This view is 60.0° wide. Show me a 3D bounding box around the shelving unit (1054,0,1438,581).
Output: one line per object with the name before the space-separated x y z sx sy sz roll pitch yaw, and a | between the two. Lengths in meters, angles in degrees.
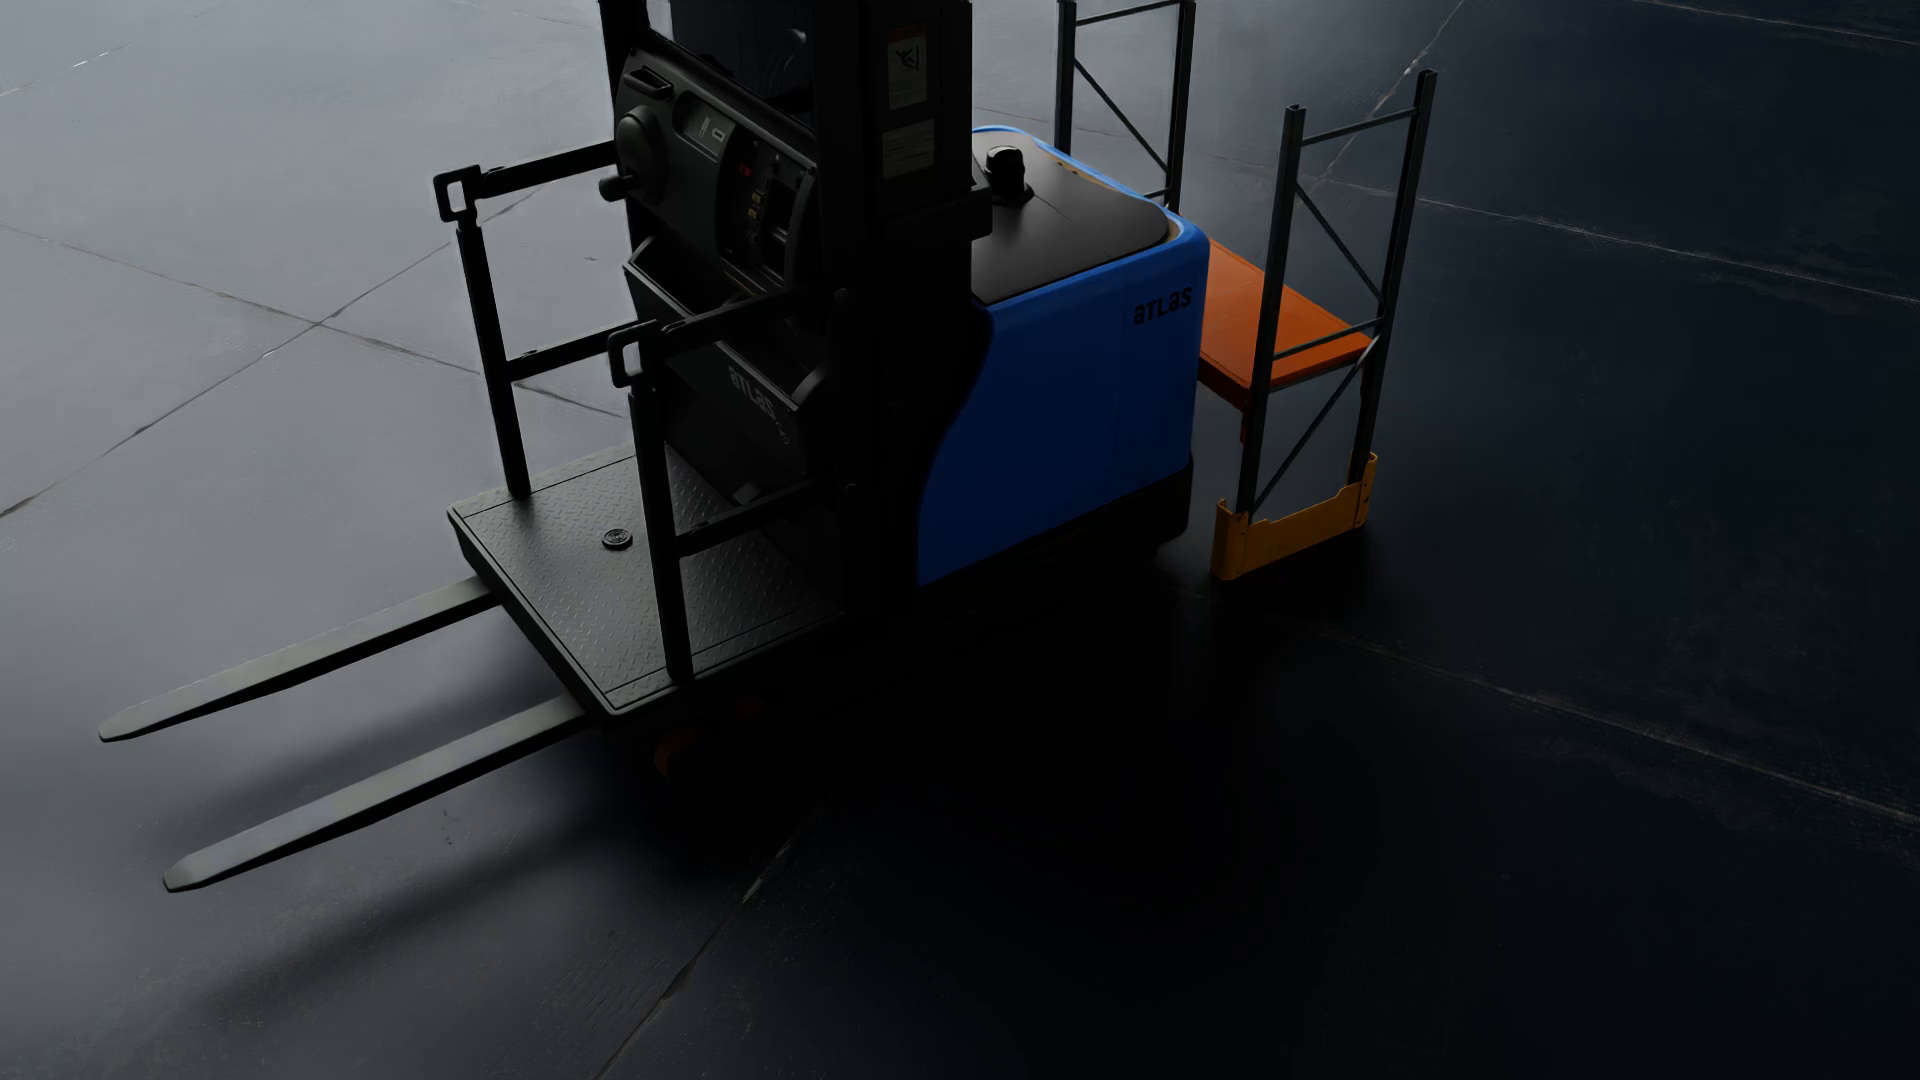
shelving unit | 0.775 -0.838 5.113 0.587 1.500 1.083 -20 42 -25

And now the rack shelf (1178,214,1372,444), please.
rack shelf | 0.780 -0.690 5.216 0.538 0.185 1.000 -20 42 -25

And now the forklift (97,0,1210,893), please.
forklift | -0.781 -0.879 3.983 3.031 2.935 1.130 -23 43 -28

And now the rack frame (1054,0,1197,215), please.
rack frame | 0.514 -1.095 5.452 0.500 1.500 0.032 -20 42 -25

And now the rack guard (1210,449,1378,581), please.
rack guard | 1.036 -0.083 5.153 0.587 0.250 0.087 -20 42 -25

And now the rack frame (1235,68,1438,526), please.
rack frame | 1.046 -0.571 4.762 0.500 1.500 0.032 -20 42 -25
